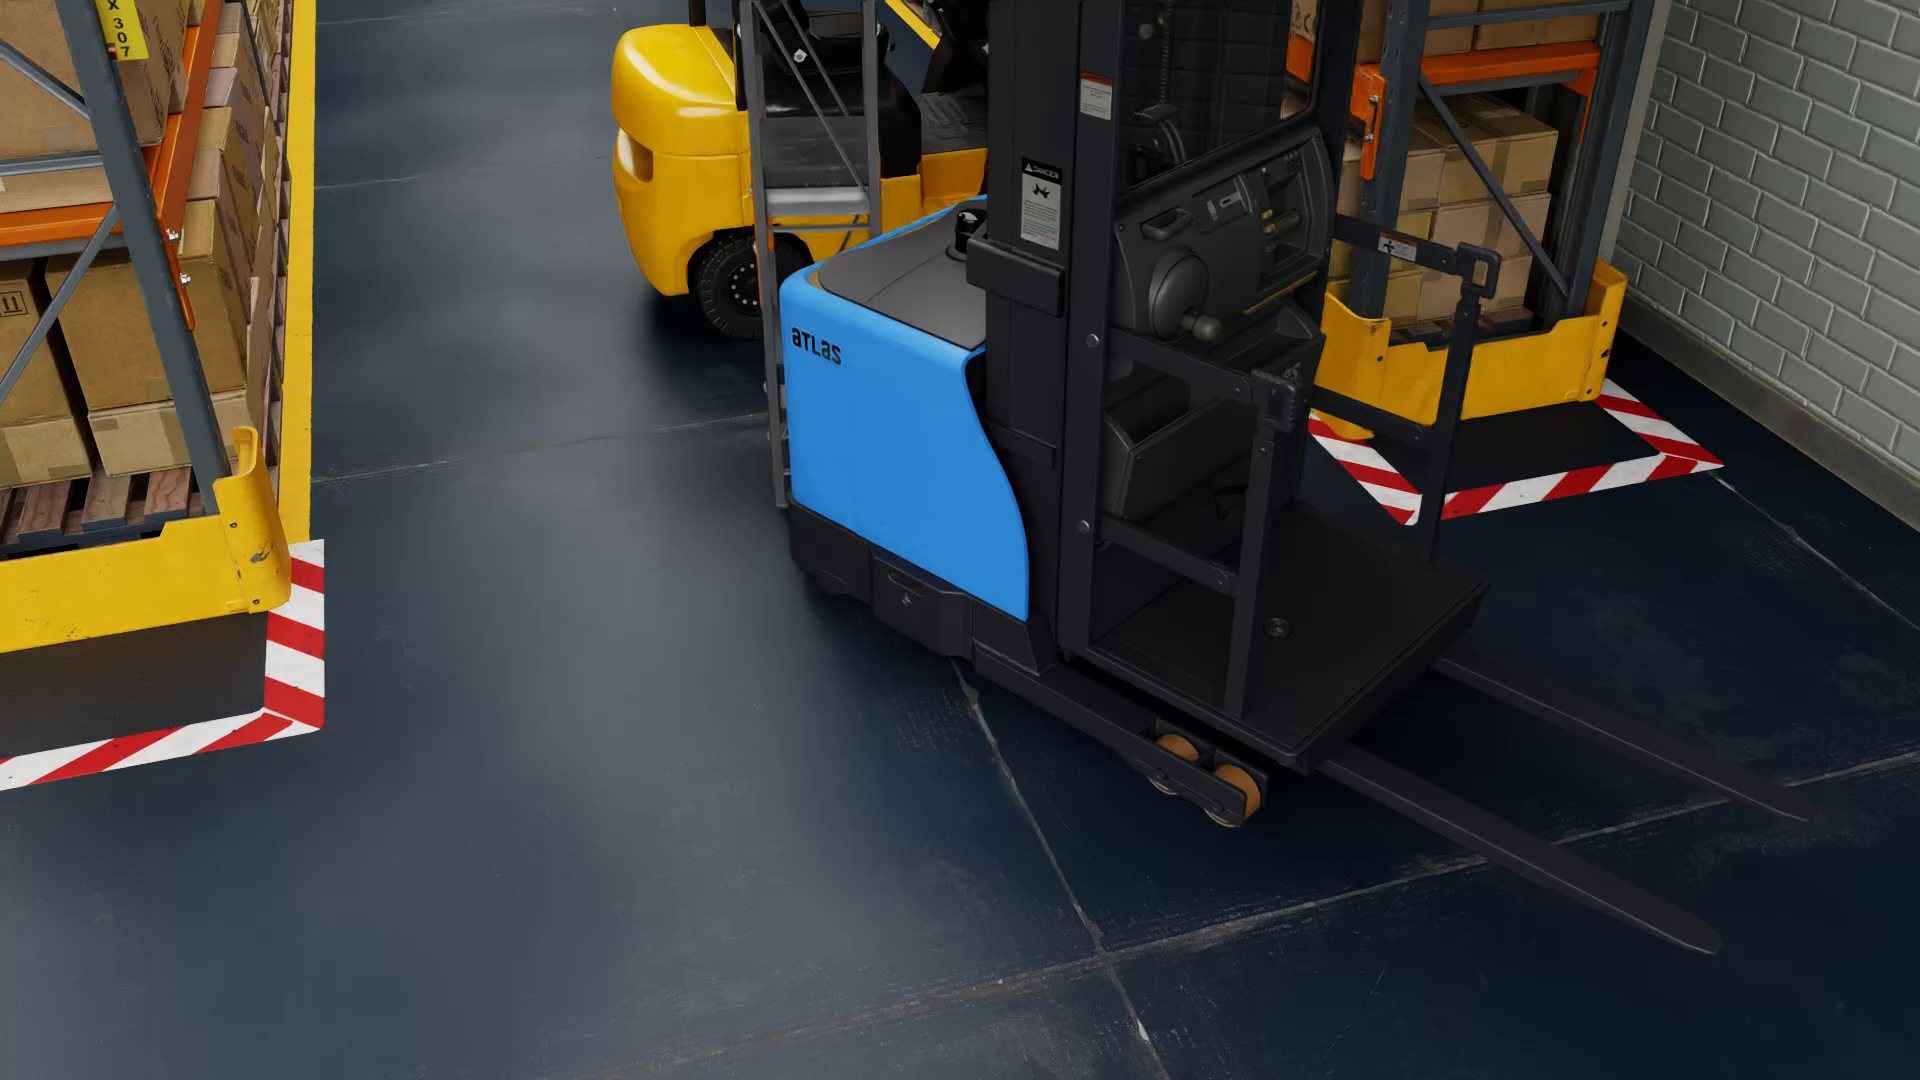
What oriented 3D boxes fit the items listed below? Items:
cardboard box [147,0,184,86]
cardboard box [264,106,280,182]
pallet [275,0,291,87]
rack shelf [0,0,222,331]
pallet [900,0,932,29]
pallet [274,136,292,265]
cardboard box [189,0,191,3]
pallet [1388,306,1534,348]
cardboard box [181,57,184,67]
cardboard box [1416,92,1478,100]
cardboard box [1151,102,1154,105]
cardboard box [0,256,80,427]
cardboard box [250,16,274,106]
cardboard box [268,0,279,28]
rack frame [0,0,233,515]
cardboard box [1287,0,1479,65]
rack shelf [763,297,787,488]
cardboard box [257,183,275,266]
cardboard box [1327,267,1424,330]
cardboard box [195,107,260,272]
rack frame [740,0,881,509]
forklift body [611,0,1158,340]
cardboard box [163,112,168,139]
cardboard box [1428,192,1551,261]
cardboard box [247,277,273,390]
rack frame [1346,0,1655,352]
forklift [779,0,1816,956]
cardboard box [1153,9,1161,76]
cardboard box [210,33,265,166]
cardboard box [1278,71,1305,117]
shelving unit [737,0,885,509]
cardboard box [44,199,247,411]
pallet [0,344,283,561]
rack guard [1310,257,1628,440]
[{"bbox_3d":[-2.812,-1.719,5.271,0.500,0.500,0.500,-9,35,-13],"label":"cardboard box"},{"bbox_3d":[-3.555,-1.850,7.942,0.500,0.250,0.500,-8,34,-13],"label":"cardboard box"},{"bbox_3d":[-4.606,-2.974,10.059,1.003,0.211,1.213,-10,35,-15],"label":"pallet"},{"bbox_3d":[-3.381,-1.737,6.310,1.077,0.370,4.000,-10,35,-15],"label":"rack shelf"},{"bbox_3d":[0.097,-3.782,11.282,1.003,0.211,1.213,-10,35,-15],"label":"pallet"},{"bbox_3d":[-3.752,-1.577,7.945,1.003,0.211,1.213,-10,35,-15],"label":"pallet"},{"bbox_3d":[-3.132,-2.252,6.077,0.500,0.500,0.500,-11,35,-16],"label":"cardboard box"},{"bbox_3d":[1.682,-1.055,7.154,1.003,0.211,1.213,-10,35,-15],"label":"pallet"},{"bbox_3d":[-2.916,-1.649,5.753,0.380,0.149,0.250,-9,35,-13],"label":"cardboard box"},{"bbox_3d":[1.833,-1.815,6.981,0.500,0.250,0.500,-10,35,-15],"label":"cardboard box"},{"bbox_3d":[1.040,-2.059,7.805,0.500,0.250,0.500,-10,35,-15],"label":"cardboard box"},{"bbox_3d":[-3.263,-0.704,5.528,0.500,0.500,0.500,-10,35,-14],"label":"cardboard box"},{"bbox_3d":[-4.153,-2.441,8.725,0.950,0.372,0.625,-10,35,-14],"label":"cardboard box"},{"bbox_3d":[-4.589,-3.182,9.848,0.950,0.372,0.625,-9,34,-13],"label":"cardboard box"},{"bbox_3d":[-2.771,-0.987,4.523,1.000,3.000,0.127,-10,35,-15],"label":"rack frame"},{"bbox_3d":[1.555,-2.079,6.085,0.500,0.500,0.500,-11,35,-16],"label":"cardboard box"},{"bbox_3d":[-0.473,-0.539,5.955,0.431,0.518,0.480,-2,34,-4],"label":"rack shelf"},{"bbox_3d":[-3.232,-1.304,7.116,0.500,0.250,0.500,-9,35,-14],"label":"cardboard box"},{"bbox_3d":[1.511,-1.045,6.724,0.500,0.250,0.500,-10,35,-14],"label":"cardboard box"},{"bbox_3d":[-3.070,-1.349,6.503,0.500,0.500,0.500,-9,35,-14],"label":"cardboard box"},{"bbox_3d":[-0.455,-1.000,5.359,0.400,2.100,0.015,-2,34,-4],"label":"rack frame"},{"bbox_3d":[-0.361,-2.158,7.065,2.313,2.155,1.214,-10,35,-15],"label":"forklift body"},{"bbox_3d":[-2.771,-1.378,5.343,0.380,0.149,0.250,-11,35,-16],"label":"cardboard box"},{"bbox_3d":[2.010,-1.342,6.720,0.500,0.250,0.500,-9,35,-14],"label":"cardboard box"},{"bbox_3d":[-2.902,-0.754,6.284,0.500,0.250,0.500,-9,34,-13],"label":"cardboard box"},{"bbox_3d":[1.955,-1.823,5.789,1.000,3.000,0.127,-10,35,-15],"label":"rack frame"},{"bbox_3d":[0.866,-0.766,4.250,3.031,2.935,1.130,27,42,34],"label":"forklift"},{"bbox_3d":[1.046,-2.256,7.649,0.500,0.250,0.500,-11,35,-16],"label":"cardboard box"},{"bbox_3d":[-3.398,-1.896,7.331,0.500,0.500,0.500,-9,35,-14],"label":"cardboard box"},{"bbox_3d":[1.356,-1.725,6.846,0.500,0.250,0.500,-9,35,-14],"label":"cardboard box"},{"bbox_3d":[-0.473,-1.134,5.562,0.431,2.100,0.503,-2,34,-4],"label":"shelving unit"},{"bbox_3d":[-2.761,-0.810,5.688,0.500,0.500,0.500,-11,35,-16],"label":"cardboard box"},{"bbox_3d":[-3.008,-0.296,6.006,1.003,0.211,1.213,-10,35,-15],"label":"pallet"},{"bbox_3d":[1.963,-0.768,6.459,1.175,0.500,0.348,-10,35,-15],"label":"rack guard"}]
